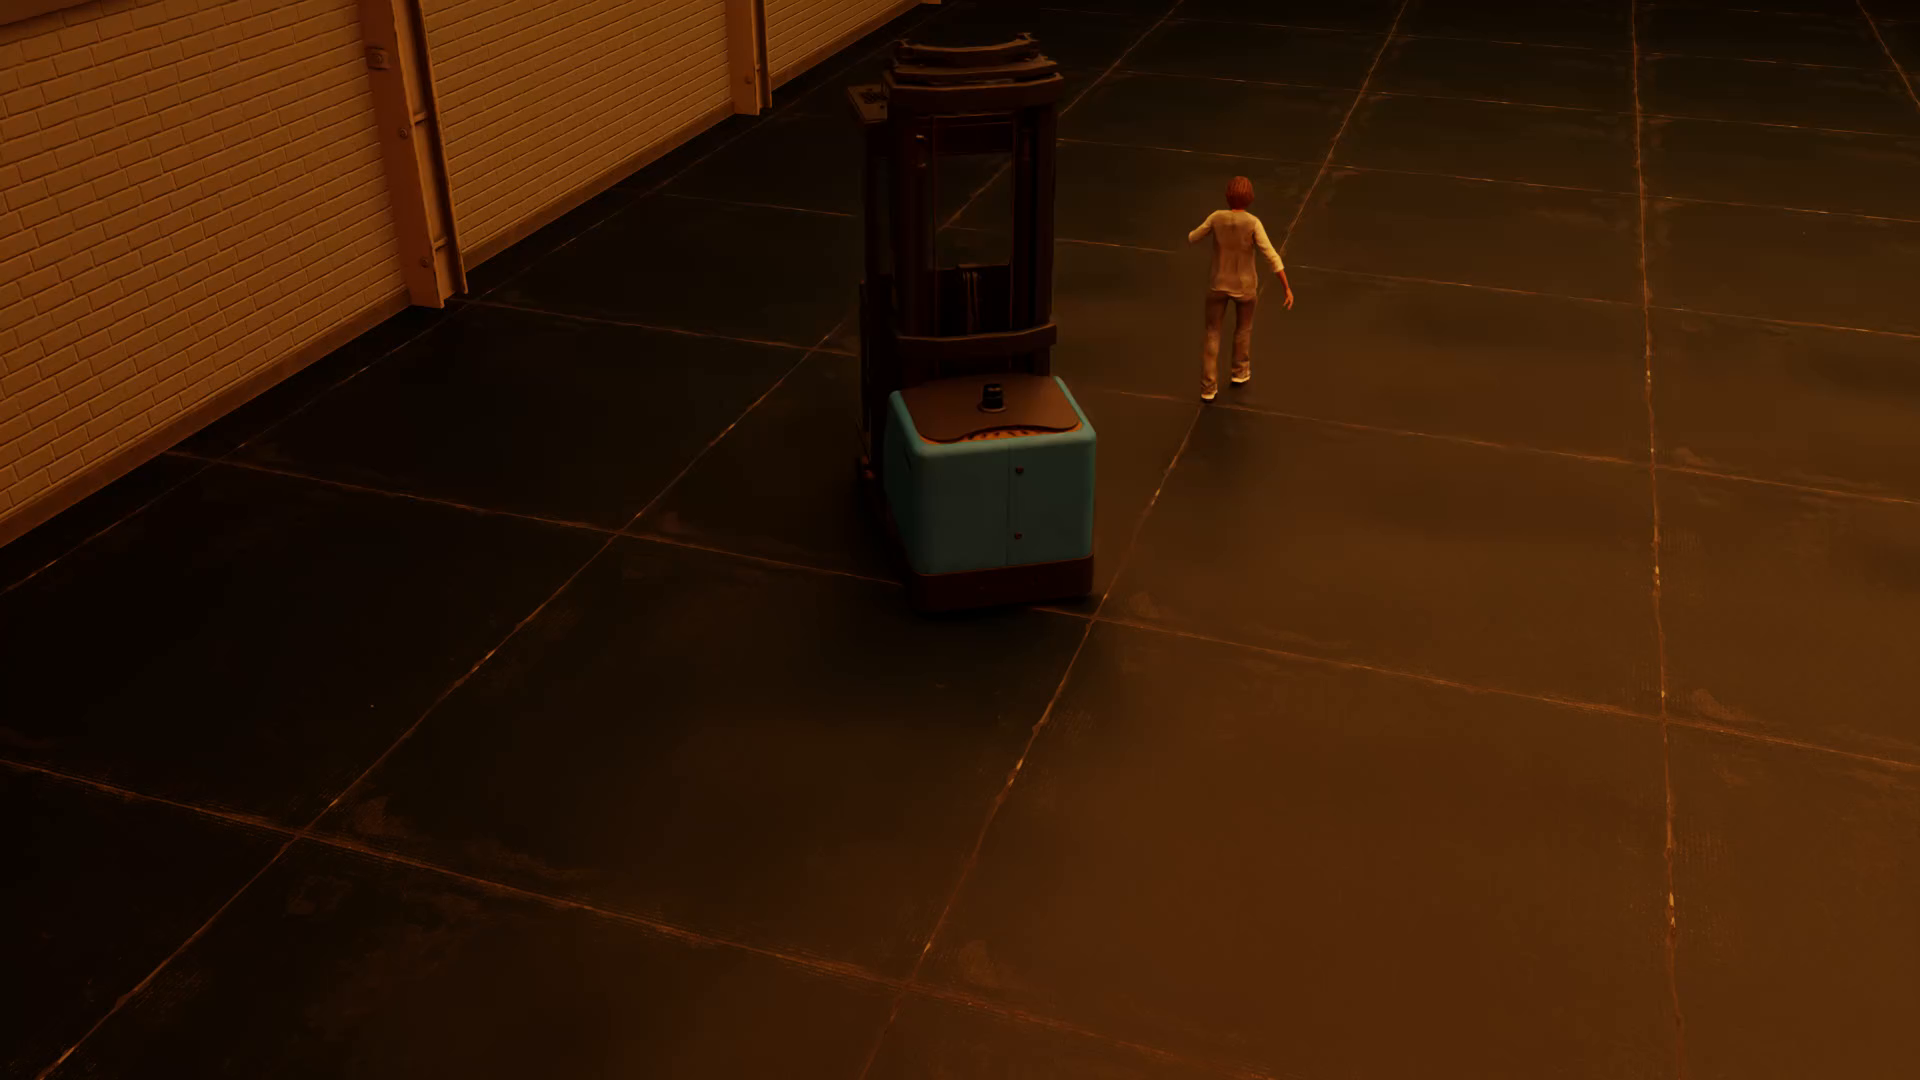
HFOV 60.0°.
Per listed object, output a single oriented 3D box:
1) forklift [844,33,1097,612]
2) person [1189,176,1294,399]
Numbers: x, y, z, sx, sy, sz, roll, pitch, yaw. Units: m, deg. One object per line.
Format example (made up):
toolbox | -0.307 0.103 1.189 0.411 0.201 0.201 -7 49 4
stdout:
forklift | -0.053 -1.585 9.917 1.130 2.935 3.031 -6 30 -11
person | 1.946 -1.775 11.652 0.826 1.573 0.701 9 31 16
